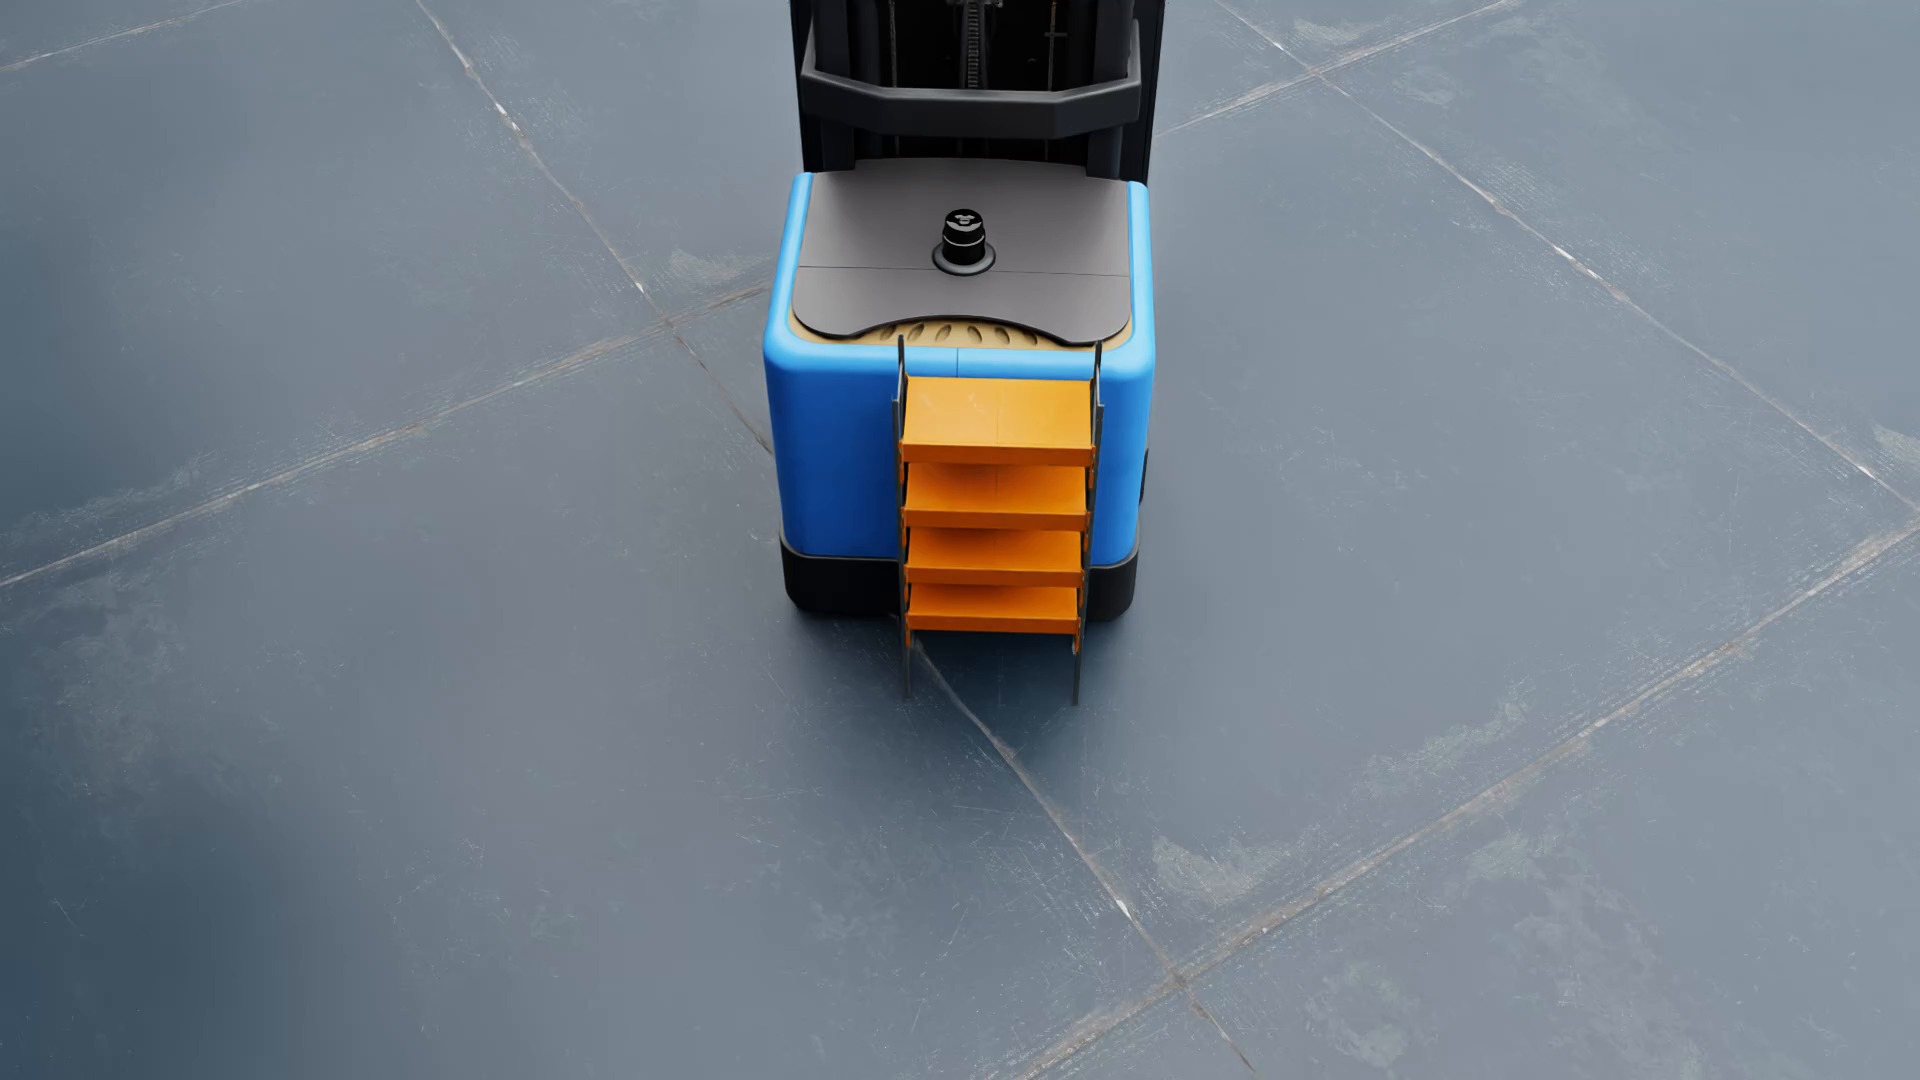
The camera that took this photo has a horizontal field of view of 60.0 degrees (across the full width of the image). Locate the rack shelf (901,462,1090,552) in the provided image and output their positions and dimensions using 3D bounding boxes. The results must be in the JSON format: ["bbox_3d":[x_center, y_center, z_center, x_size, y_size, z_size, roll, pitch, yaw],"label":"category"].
[{"bbox_3d":[0.094,-0.117,4.342,0.480,0.148,0.258,2,48,1],"label":"rack shelf"}]

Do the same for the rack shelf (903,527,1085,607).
[{"bbox_3d":[0.094,0.031,4.509,0.480,0.148,0.258,2,48,1],"label":"rack shelf"}]

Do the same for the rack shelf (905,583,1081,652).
[{"bbox_3d":[0.094,0.164,4.657,0.480,0.148,0.258,2,48,1],"label":"rack shelf"}]

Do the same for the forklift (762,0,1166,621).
[{"bbox_3d":[0.061,-1.830,4.917,1.130,2.935,3.031,2,48,2],"label":"forklift"}]

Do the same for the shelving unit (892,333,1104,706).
[{"bbox_3d":[0.094,-0.013,4.458,0.503,1.200,0.258,2,48,1],"label":"shelving unit"}]

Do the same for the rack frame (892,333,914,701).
[{"bbox_3d":[-0.150,-0.020,4.464,0.015,1.200,0.240,2,48,1],"label":"rack frame"}]

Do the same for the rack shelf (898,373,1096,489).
[{"bbox_3d":[0.094,-0.275,4.165,0.480,0.148,0.258,2,48,1],"label":"rack shelf"}]

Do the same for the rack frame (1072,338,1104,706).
[{"bbox_3d":[0.338,-0.007,4.452,0.015,1.200,0.240,2,48,1],"label":"rack frame"}]
